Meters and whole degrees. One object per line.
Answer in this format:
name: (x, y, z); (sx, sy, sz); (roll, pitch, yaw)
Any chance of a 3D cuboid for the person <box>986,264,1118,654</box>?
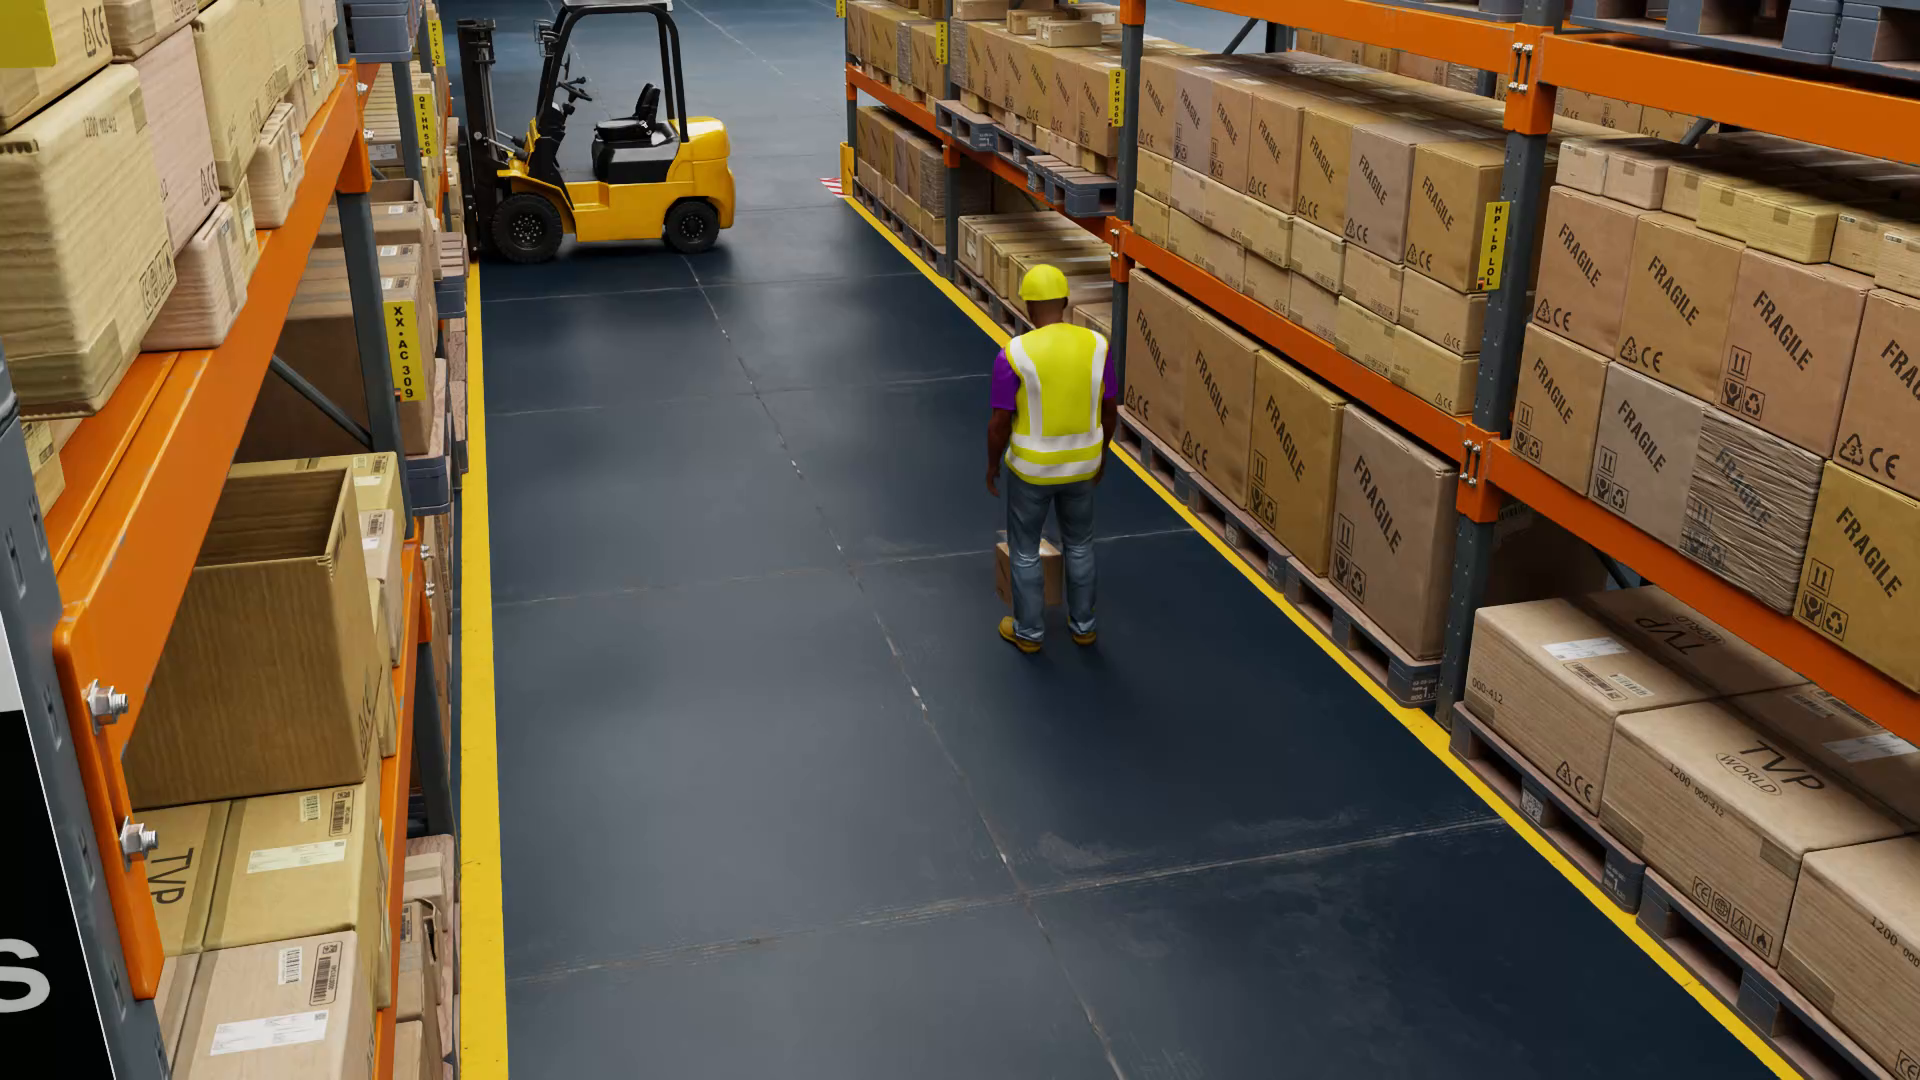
person: (0.400, -0.346, 7.392); (0.604, 1.762, 0.446); (-7, 24, -16)
